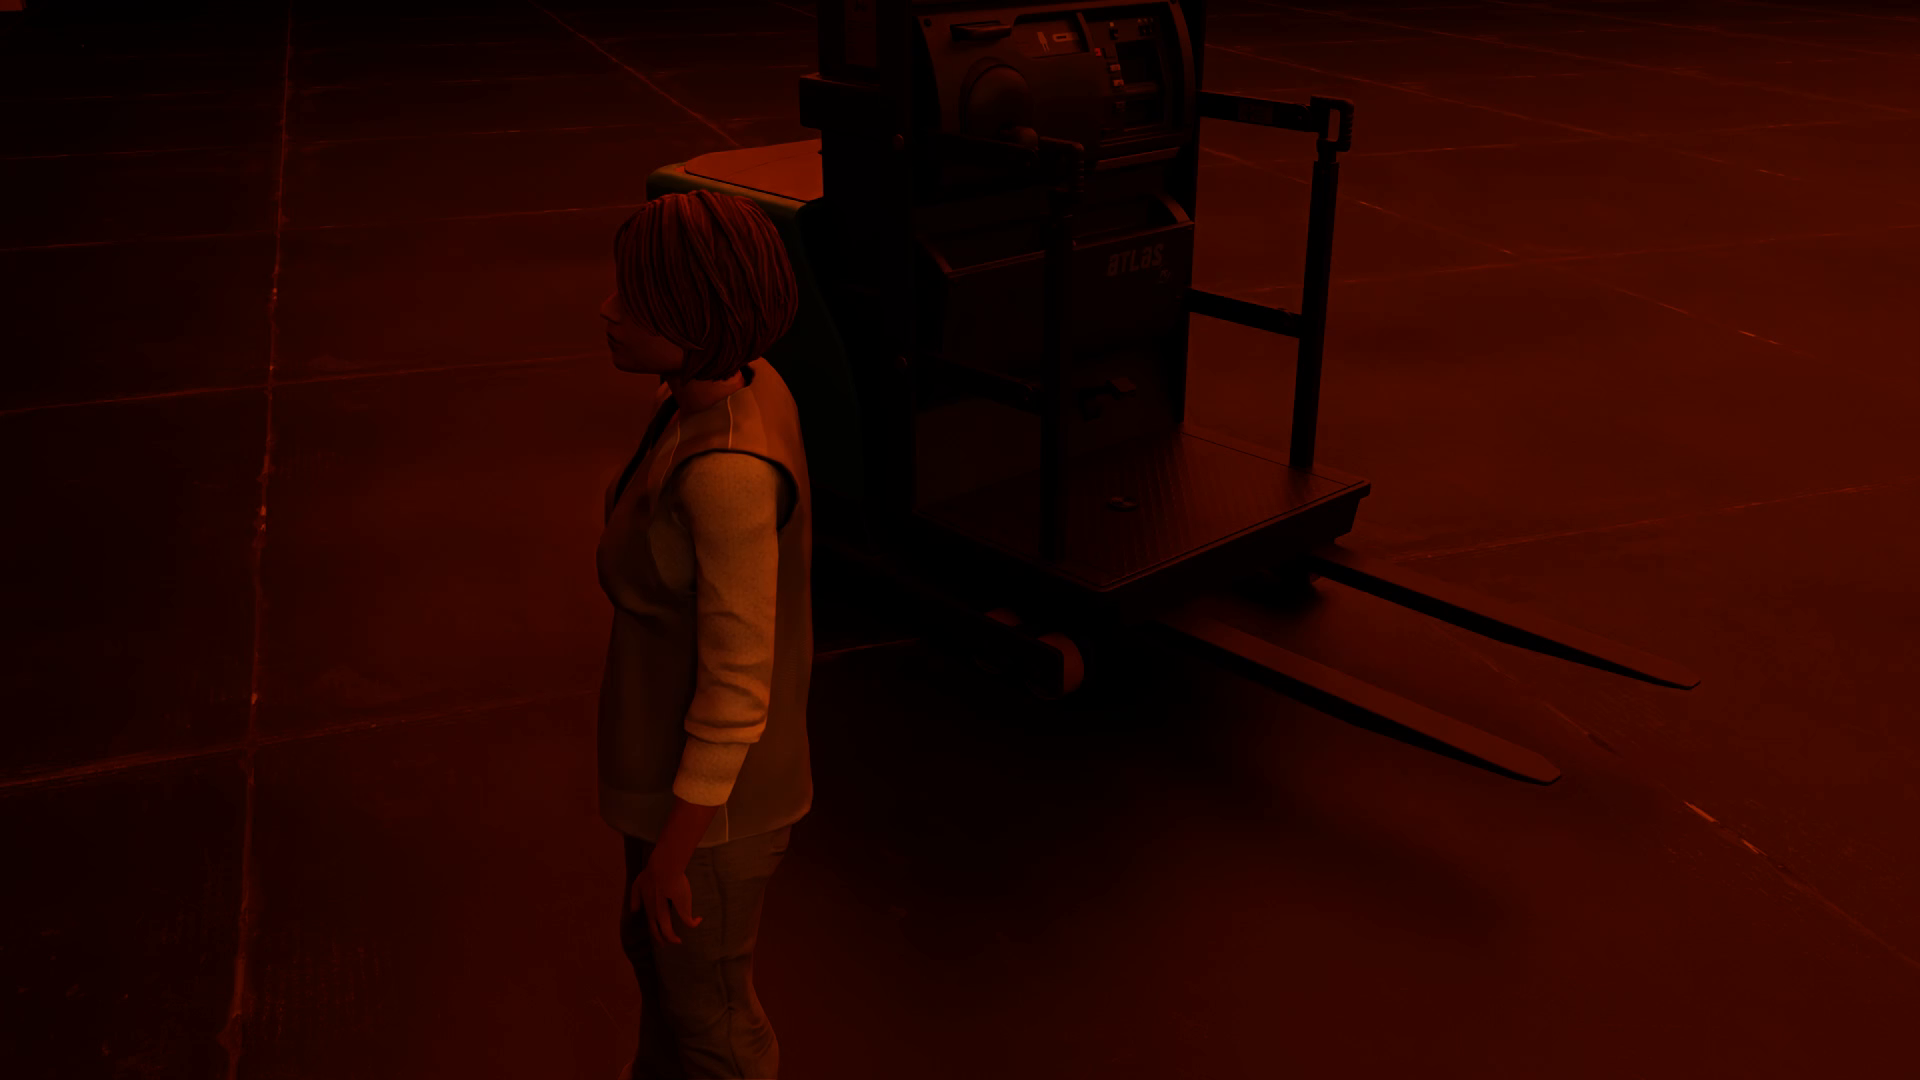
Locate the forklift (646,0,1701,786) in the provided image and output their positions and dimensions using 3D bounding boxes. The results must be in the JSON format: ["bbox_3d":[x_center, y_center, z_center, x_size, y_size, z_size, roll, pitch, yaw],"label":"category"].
[{"bbox_3d":[0.409,-1.176,4.096,1.130,2.935,3.031,-19,30,-38],"label":"forklift"}]

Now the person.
[{"bbox_3d":[-0.423,0.328,2.220,0.474,1.599,0.518,-4,23,-9],"label":"person"}]
